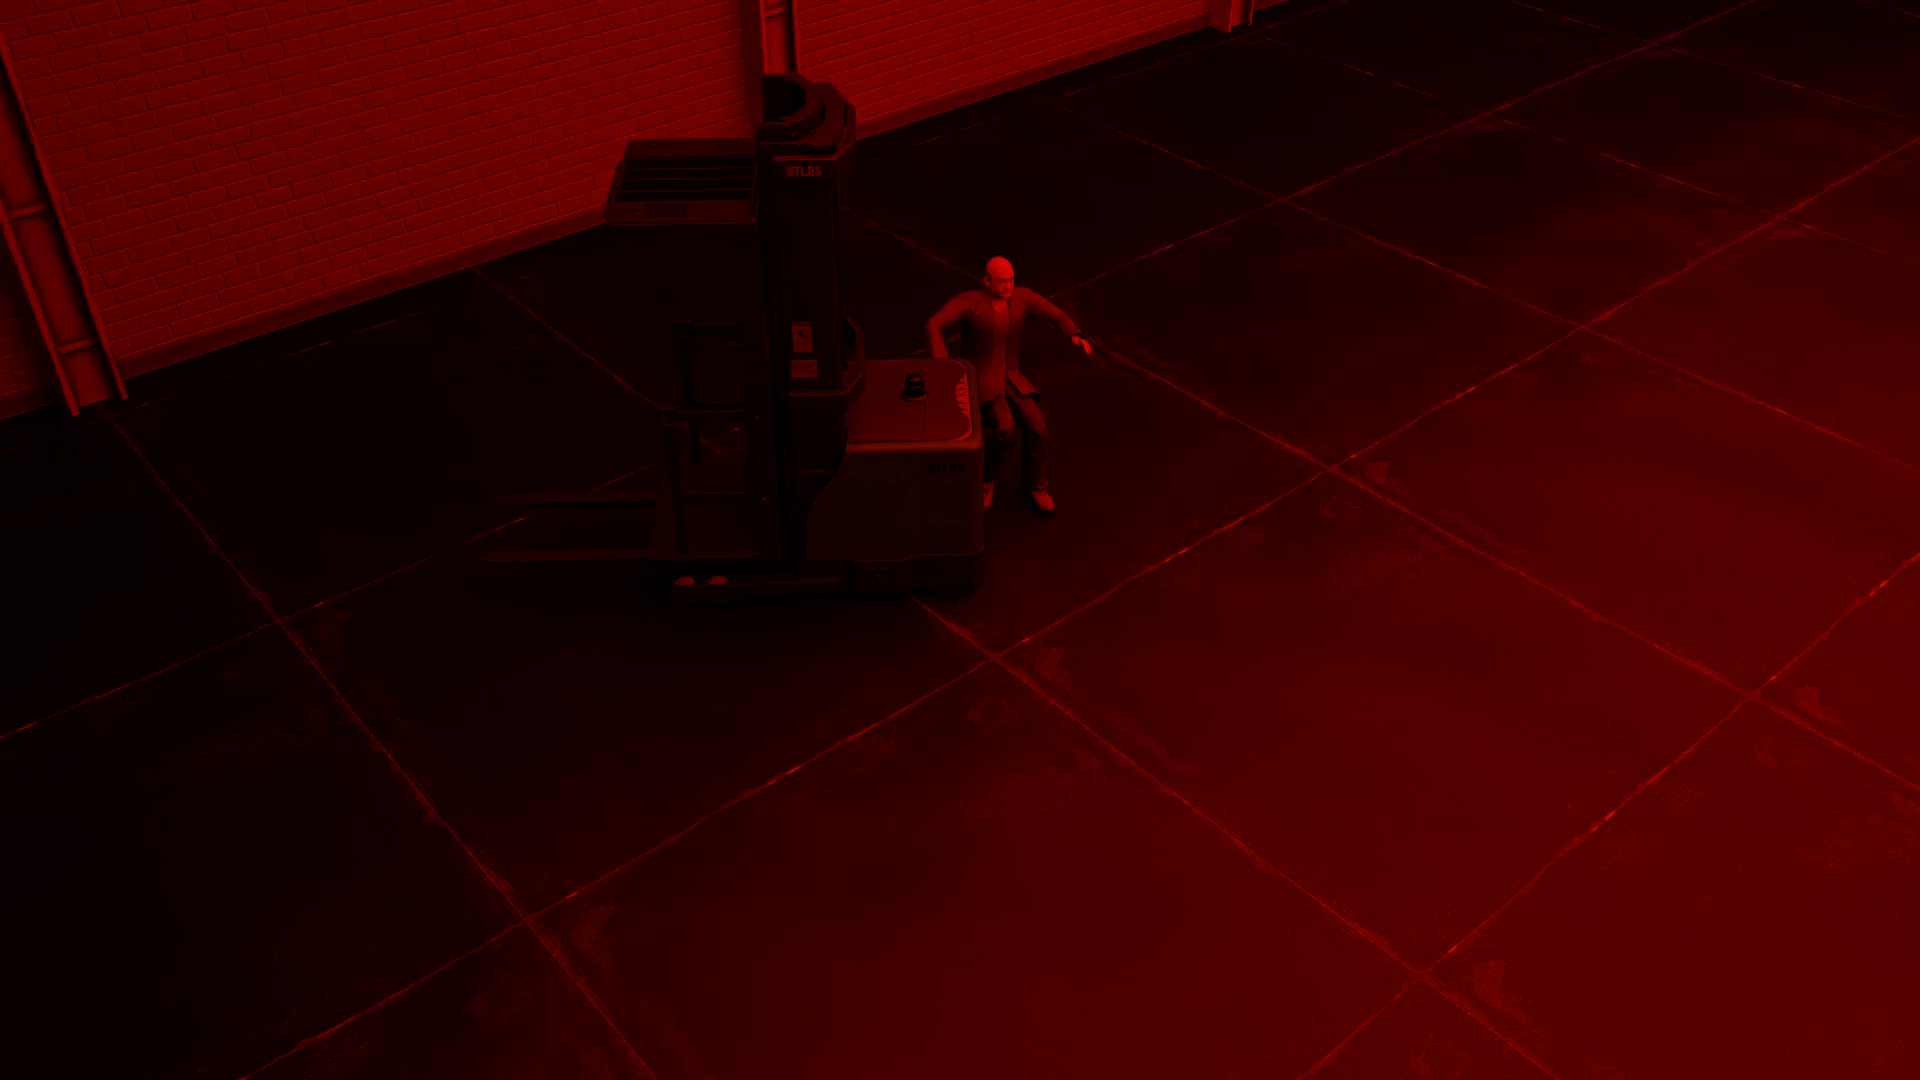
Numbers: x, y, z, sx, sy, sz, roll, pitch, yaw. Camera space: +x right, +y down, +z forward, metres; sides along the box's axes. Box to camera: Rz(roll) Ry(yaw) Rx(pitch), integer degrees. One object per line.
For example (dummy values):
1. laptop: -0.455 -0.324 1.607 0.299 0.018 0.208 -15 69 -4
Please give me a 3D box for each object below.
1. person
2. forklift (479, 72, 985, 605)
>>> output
1. person: 0.330 -0.930 10.574 1.017 1.424 0.903 -22 42 -27
2. forklift: -1.383 -1.115 9.542 3.031 2.935 1.130 -2 36 -2
